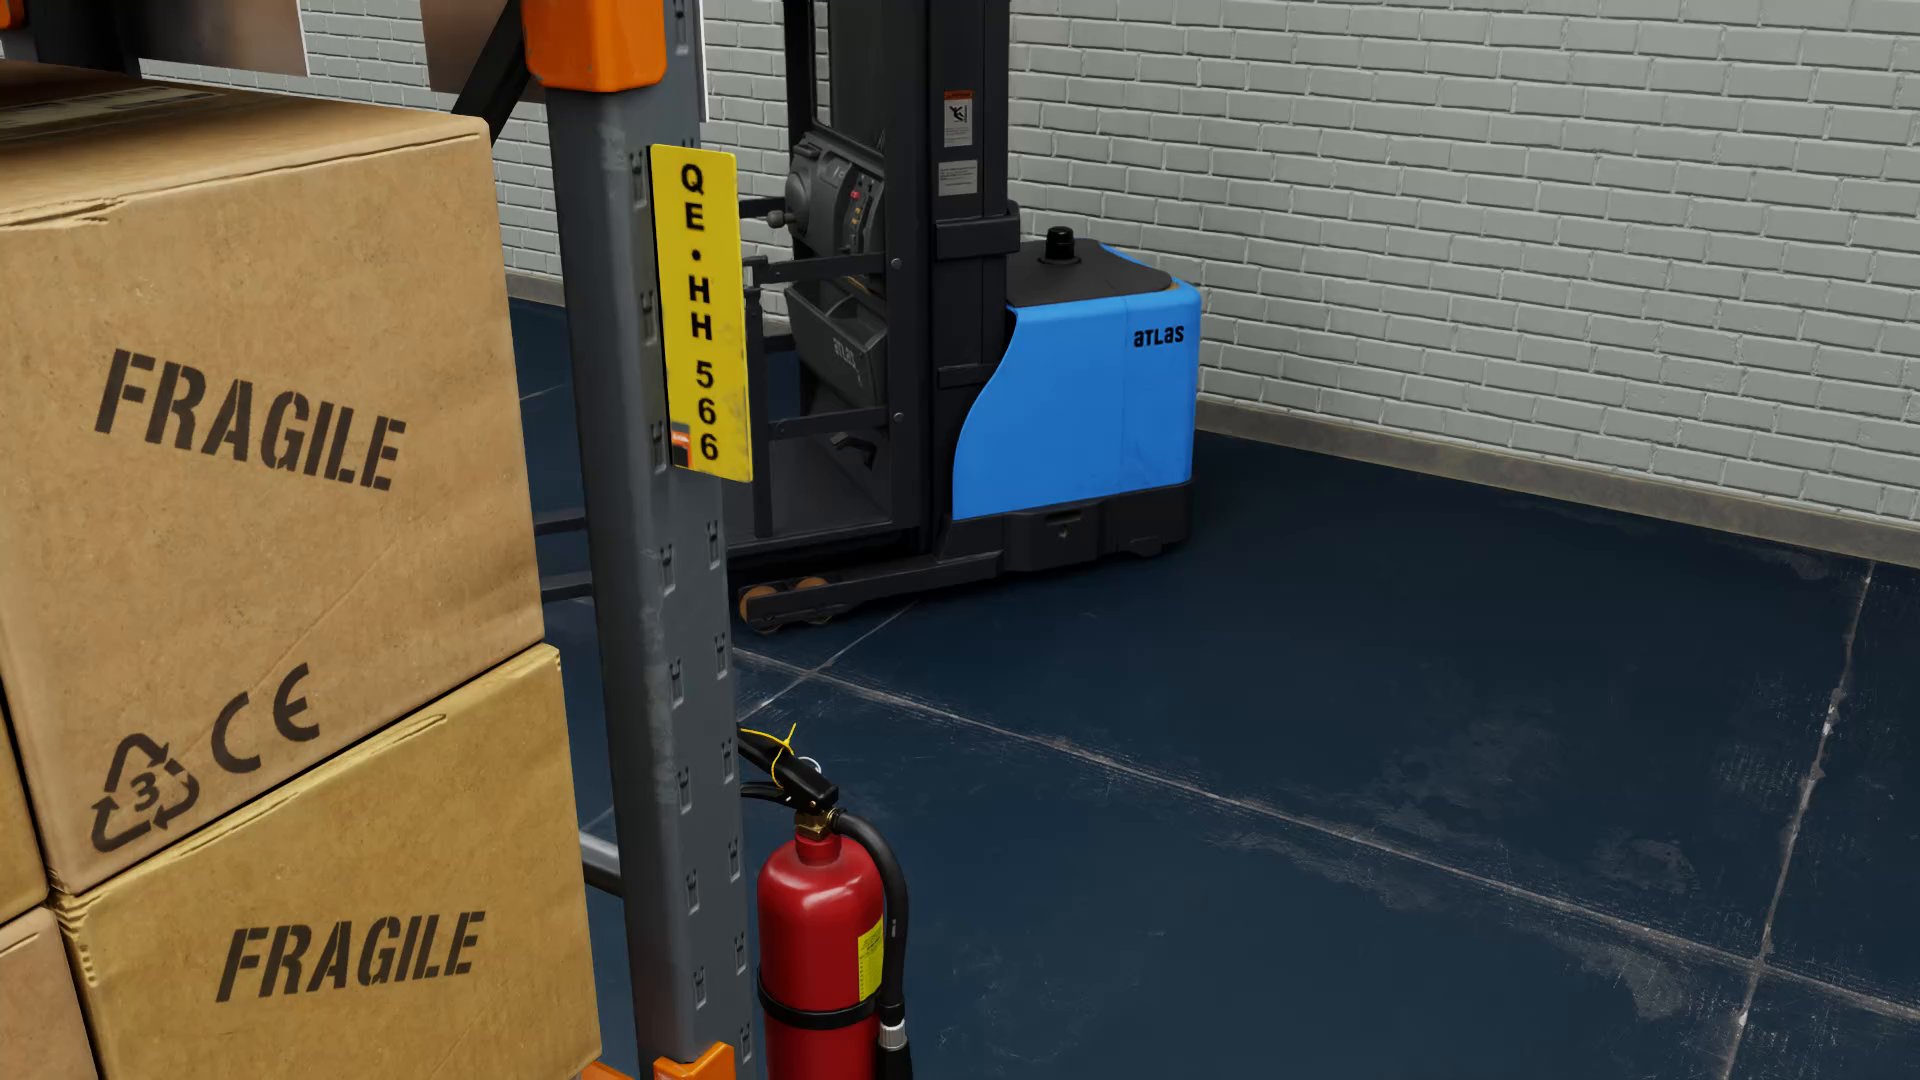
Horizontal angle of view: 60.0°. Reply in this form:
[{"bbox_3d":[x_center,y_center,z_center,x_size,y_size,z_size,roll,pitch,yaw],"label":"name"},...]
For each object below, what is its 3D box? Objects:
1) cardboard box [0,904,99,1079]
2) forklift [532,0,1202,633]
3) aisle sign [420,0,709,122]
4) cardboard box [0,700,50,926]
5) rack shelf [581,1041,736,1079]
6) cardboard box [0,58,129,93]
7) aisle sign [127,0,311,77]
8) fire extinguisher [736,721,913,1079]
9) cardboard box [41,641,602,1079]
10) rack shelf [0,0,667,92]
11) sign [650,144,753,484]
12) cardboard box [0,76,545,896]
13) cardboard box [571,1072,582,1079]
[{"bbox_3d":[-1.006,0.533,1.242,0.500,0.500,0.500,13,27,28],"label":"cardboard box"},{"bbox_3d":[-0.640,-1.248,5.943,3.031,2.935,1.130,-10,25,-21],"label":"forklift"},{"bbox_3d":[-0.418,-0.818,1.591,0.394,0.787,0.004,14,27,29],"label":"aisle sign"},{"bbox_3d":[-1.008,0.074,1.046,0.500,0.500,0.500,13,27,27],"label":"cardboard box"},{"bbox_3d":[-1.766,1.342,0.779,1.077,0.370,4.000,14,27,29],"label":"rack shelf"},{"bbox_3d":[-1.173,-0.208,1.696,0.500,0.500,0.500,14,27,29],"label":"cardboard box"},{"bbox_3d":[-0.927,-0.943,1.881,0.394,0.787,0.004,14,27,29],"label":"aisle sign"},{"bbox_3d":[-0.186,0.556,2.258,0.296,0.674,0.183,14,27,29],"label":"fire extinguisher"},{"bbox_3d":[-0.729,0.360,1.641,0.500,0.500,0.500,14,27,30],"label":"cardboard box"},{"bbox_3d":[-1.766,-0.034,0.183,1.077,0.370,4.000,14,27,29],"label":"rack shelf"},{"bbox_3d":[-0.250,-0.216,1.618,0.100,0.325,0.005,14,27,29],"label":"sign"},{"bbox_3d":[-0.741,-0.097,1.441,0.500,0.500,0.500,13,27,28],"label":"cardboard box"},{"bbox_3d":[-0.643,0.622,1.854,0.380,0.149,0.250,14,27,29],"label":"cardboard box"}]
